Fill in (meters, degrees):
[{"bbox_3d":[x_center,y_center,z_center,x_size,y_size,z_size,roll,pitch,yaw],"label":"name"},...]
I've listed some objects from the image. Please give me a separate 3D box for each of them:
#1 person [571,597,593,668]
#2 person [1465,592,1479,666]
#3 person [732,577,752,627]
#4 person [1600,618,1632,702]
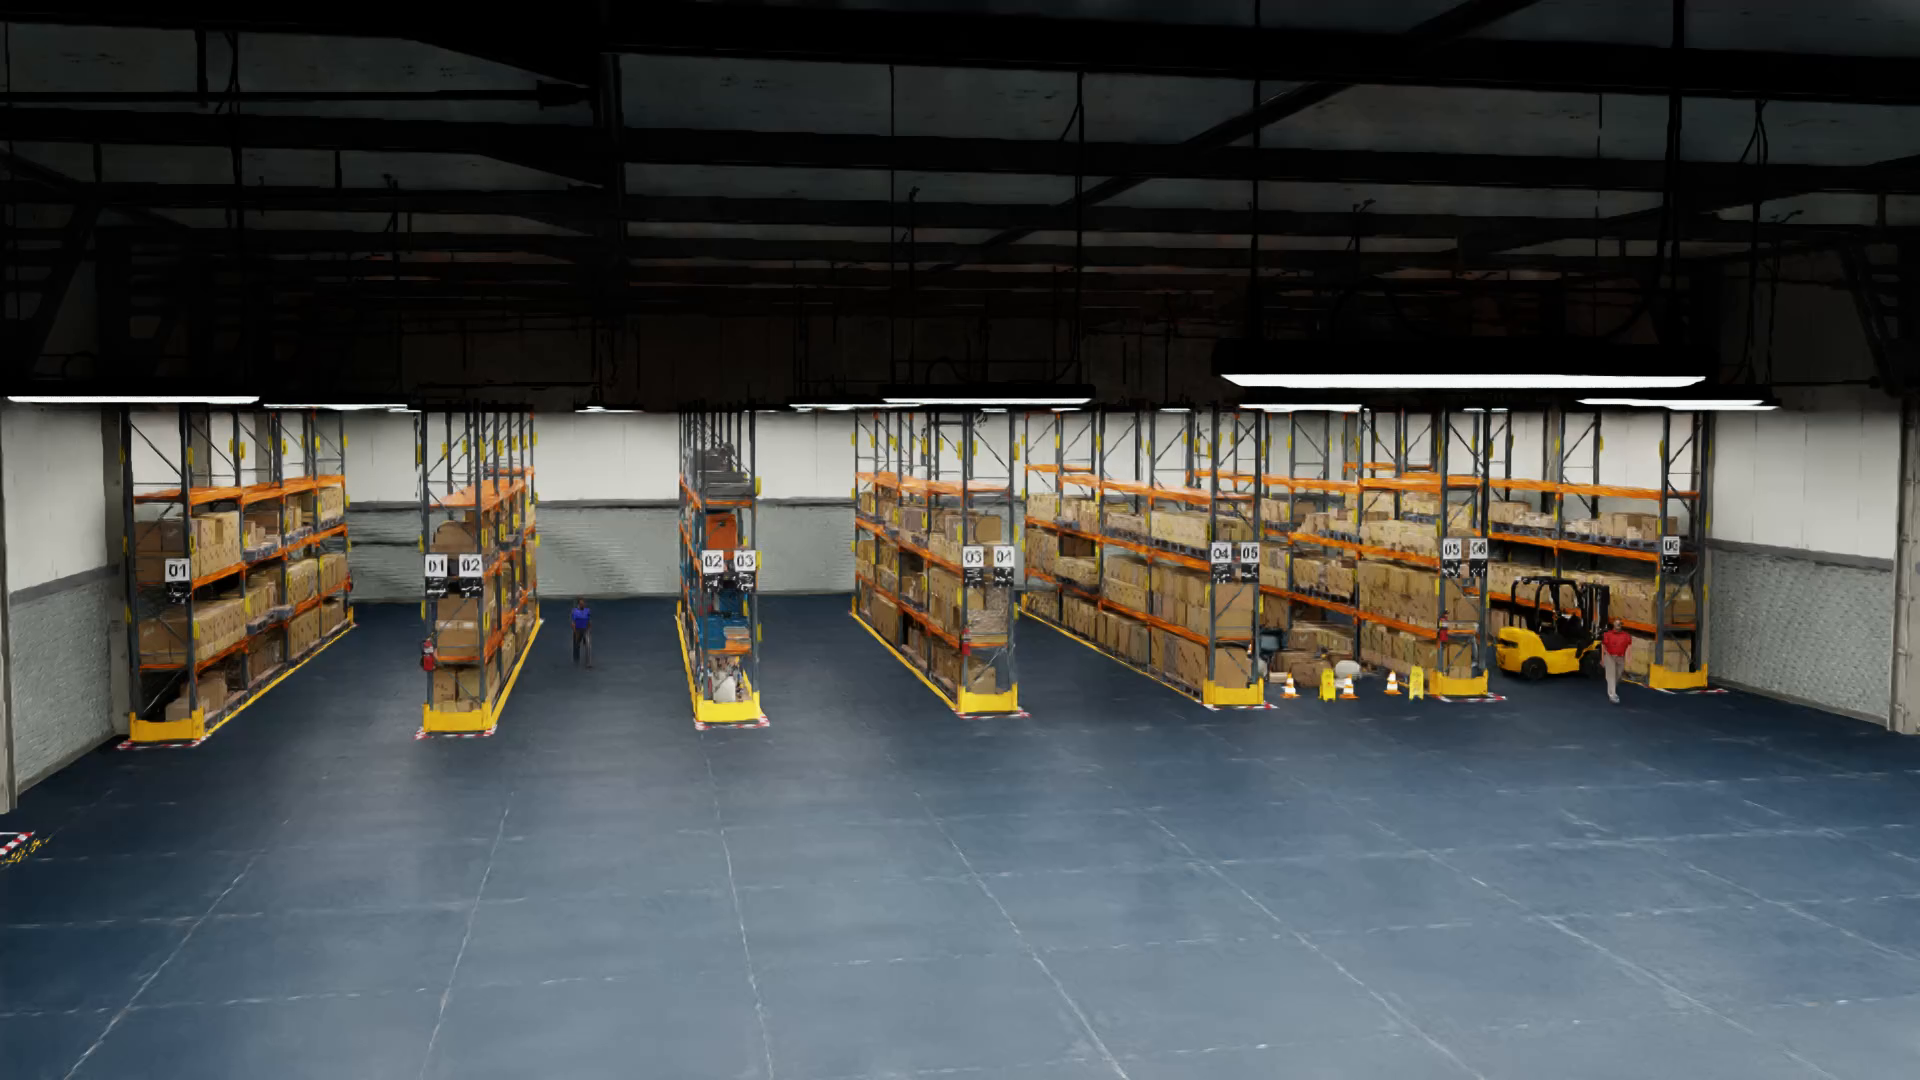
[{"bbox_3d":[-8.549,2.133,37.537,0.443,1.486,0.996,-1,5,-19],"label":"person"},{"bbox_3d":[11.591,2.019,37.864,0.459,1.677,0.524,1,5,19],"label":"person"},{"bbox_3d":[-5.977,1.535,44.754,0.641,1.610,0.800,-2,5,-29],"label":"person"},{"bbox_3d":[13.099,2.375,33.142,0.535,1.657,0.999,0,4,-1],"label":"person"}]
